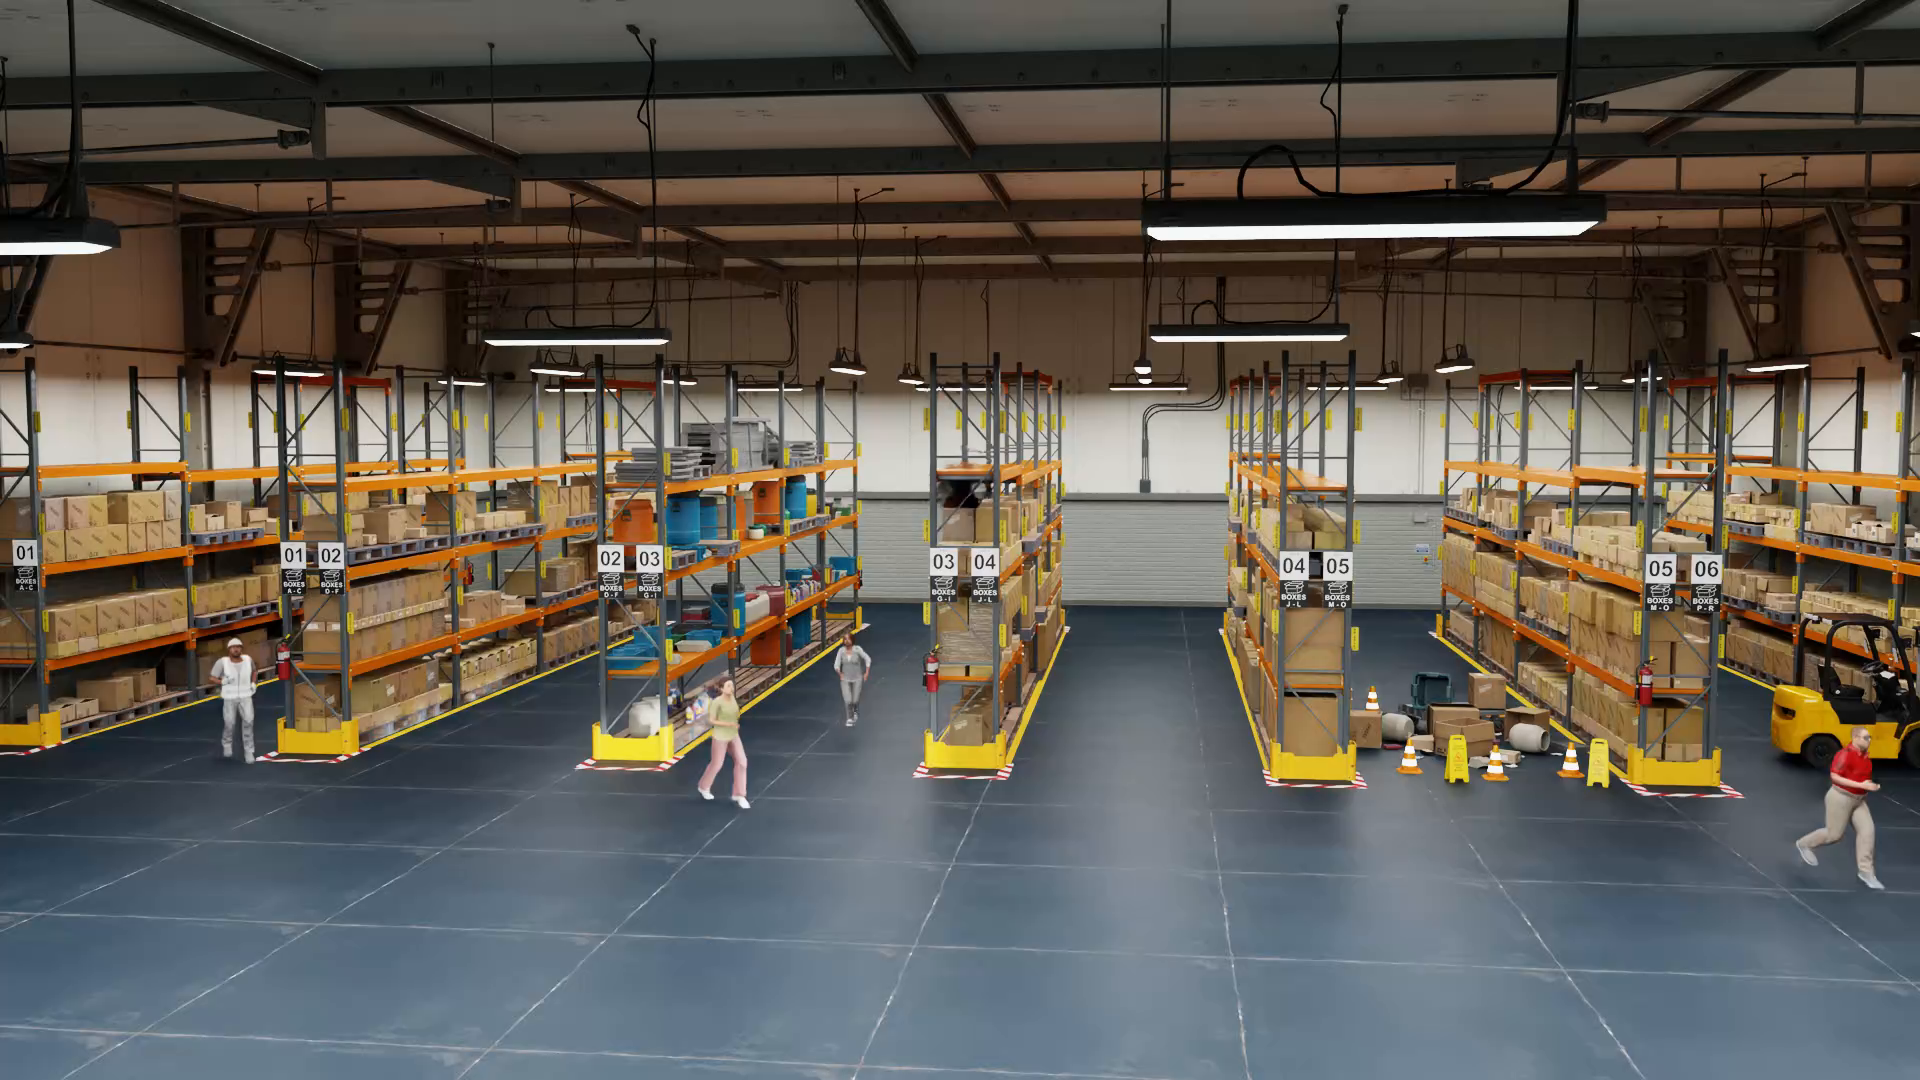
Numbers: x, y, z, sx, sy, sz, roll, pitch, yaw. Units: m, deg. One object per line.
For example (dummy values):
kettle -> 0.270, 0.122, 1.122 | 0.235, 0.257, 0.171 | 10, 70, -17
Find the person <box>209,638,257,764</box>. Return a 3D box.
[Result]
person -> -10.695, 2.356, 24.554 | 0.656, 1.813, 0.866 | -3, 5, -34

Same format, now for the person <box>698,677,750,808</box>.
person -> -3.109, 2.632, 21.799 | 0.848, 1.709, 0.536 | 4, 5, 42

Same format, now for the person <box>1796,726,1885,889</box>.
person -> 9.677, 2.881, 18.224 | 0.695, 1.749, 0.997 | -2, 5, -30

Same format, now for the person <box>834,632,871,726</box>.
person -> -1.682, 2.165, 25.788 | 0.560, 1.478, 0.567 | 0, 4, 4
